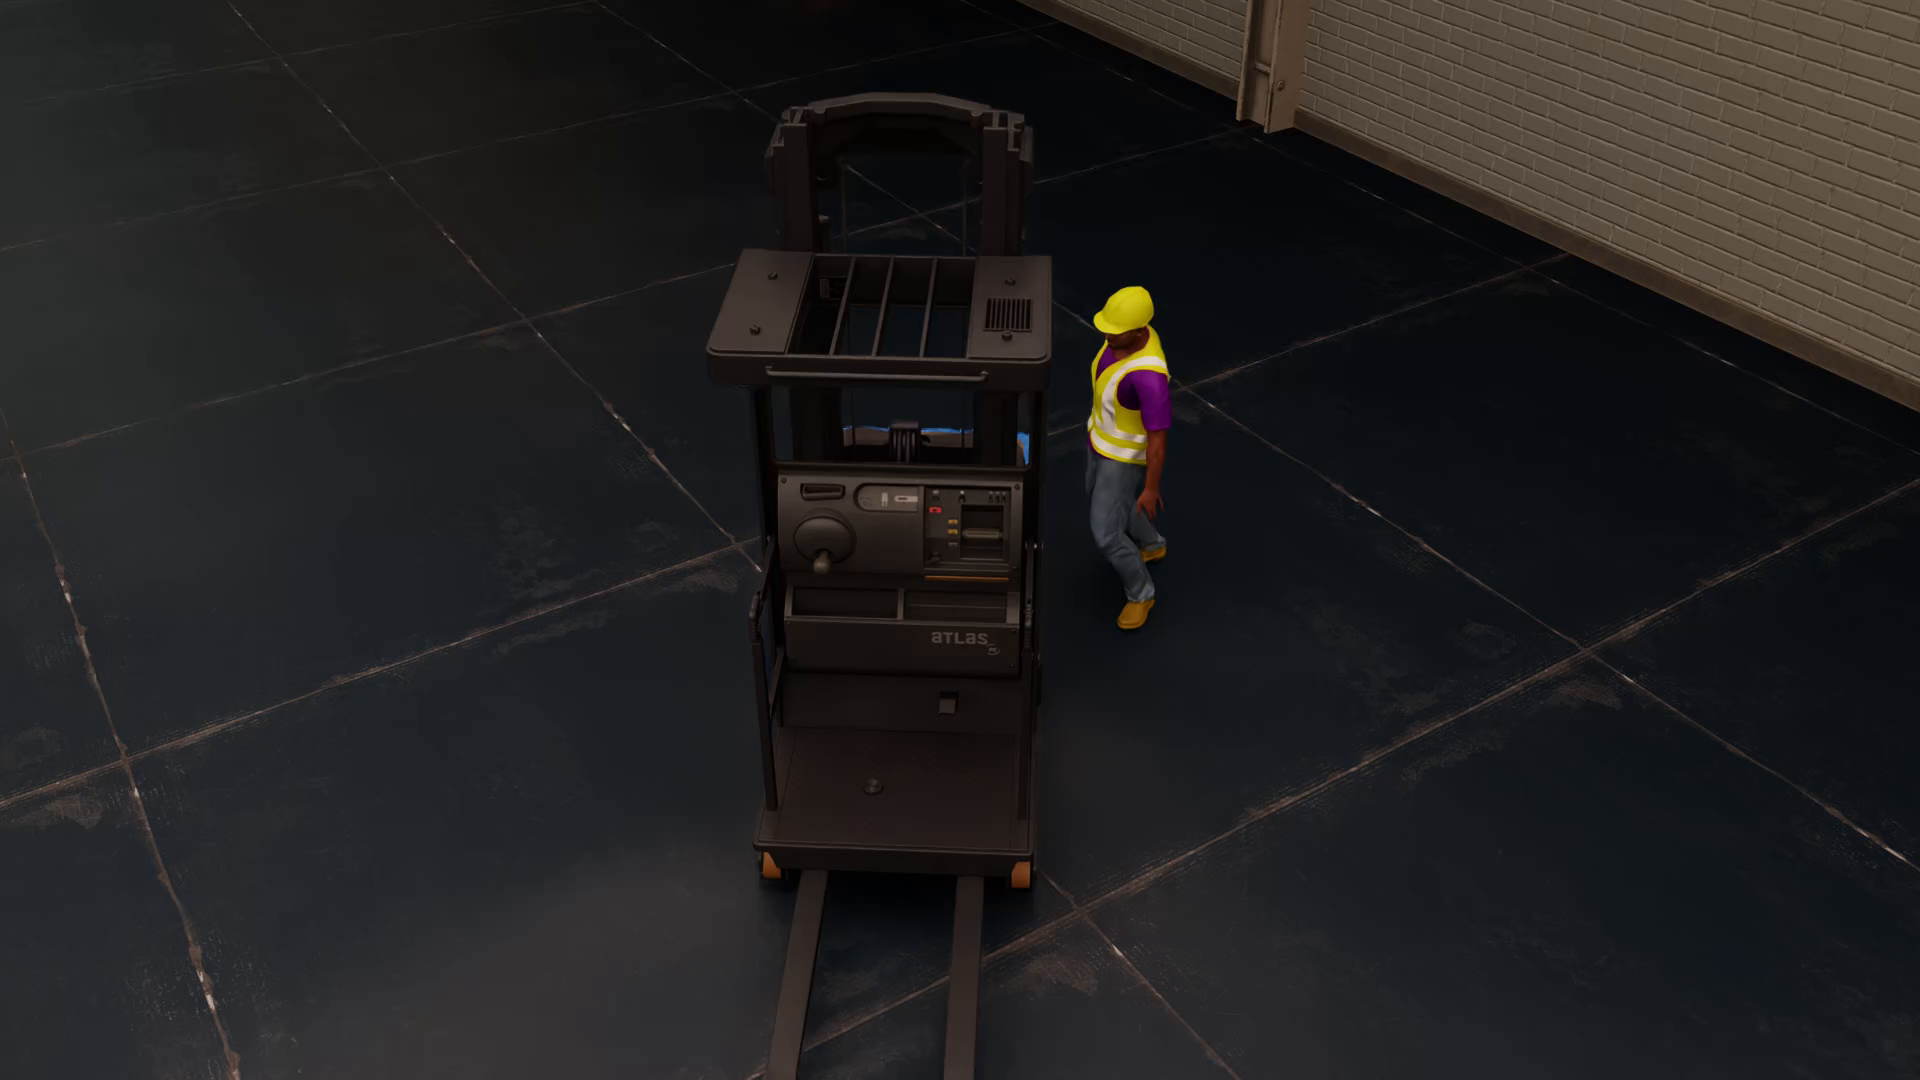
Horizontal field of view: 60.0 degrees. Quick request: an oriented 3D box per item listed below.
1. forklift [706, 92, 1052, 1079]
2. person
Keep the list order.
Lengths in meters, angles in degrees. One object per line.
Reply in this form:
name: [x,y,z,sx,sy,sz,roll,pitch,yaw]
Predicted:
forklift: [-0.236,0.010,6.134,1.130,2.935,3.031,2,35,2]
person: [0.825,-0.495,7.959,0.504,1.720,0.912,-4,35,-5]
